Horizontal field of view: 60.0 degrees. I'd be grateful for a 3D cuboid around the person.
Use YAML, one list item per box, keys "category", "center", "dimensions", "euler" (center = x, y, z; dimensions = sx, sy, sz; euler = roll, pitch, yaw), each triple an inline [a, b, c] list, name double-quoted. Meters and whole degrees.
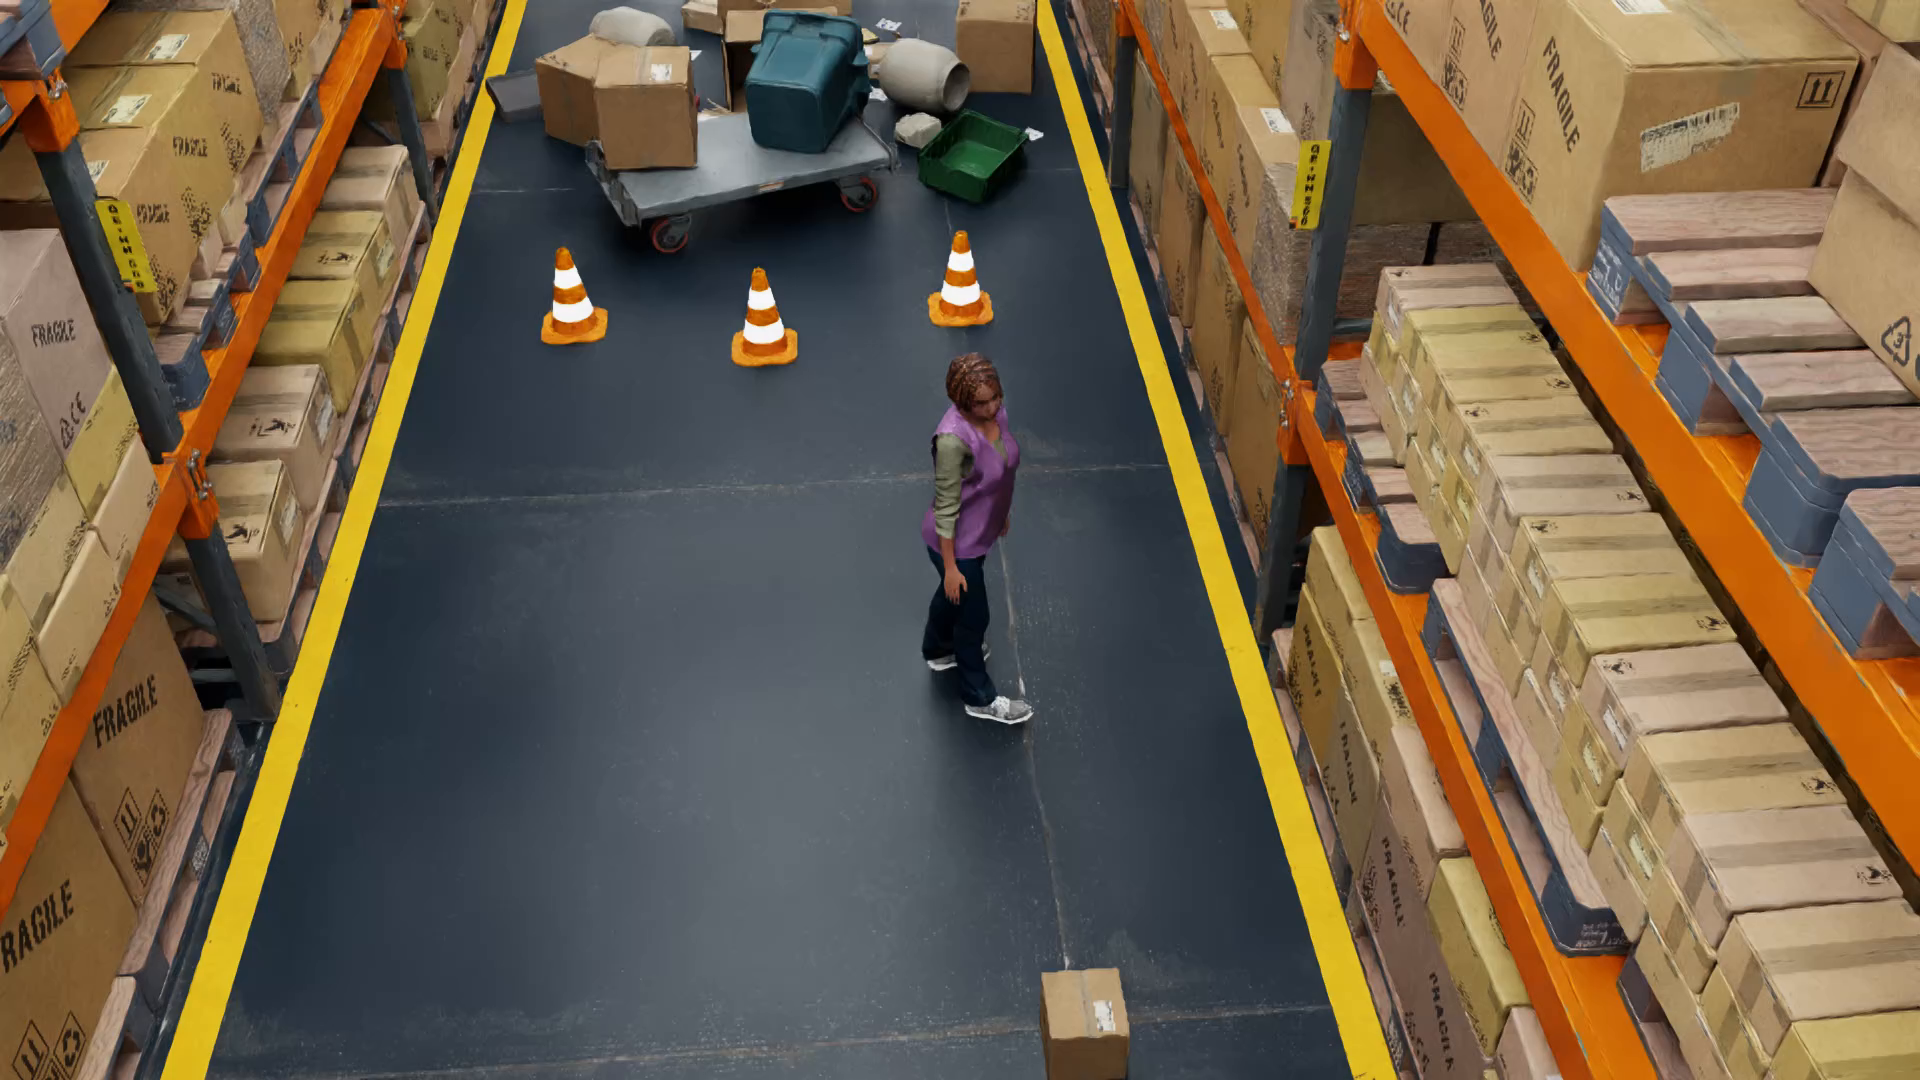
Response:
- category: "person"
  center: [0.064, 0.003, 6.123]
  dimensions: [0.518, 1.595, 0.503]
  euler: [13, 42, 16]
